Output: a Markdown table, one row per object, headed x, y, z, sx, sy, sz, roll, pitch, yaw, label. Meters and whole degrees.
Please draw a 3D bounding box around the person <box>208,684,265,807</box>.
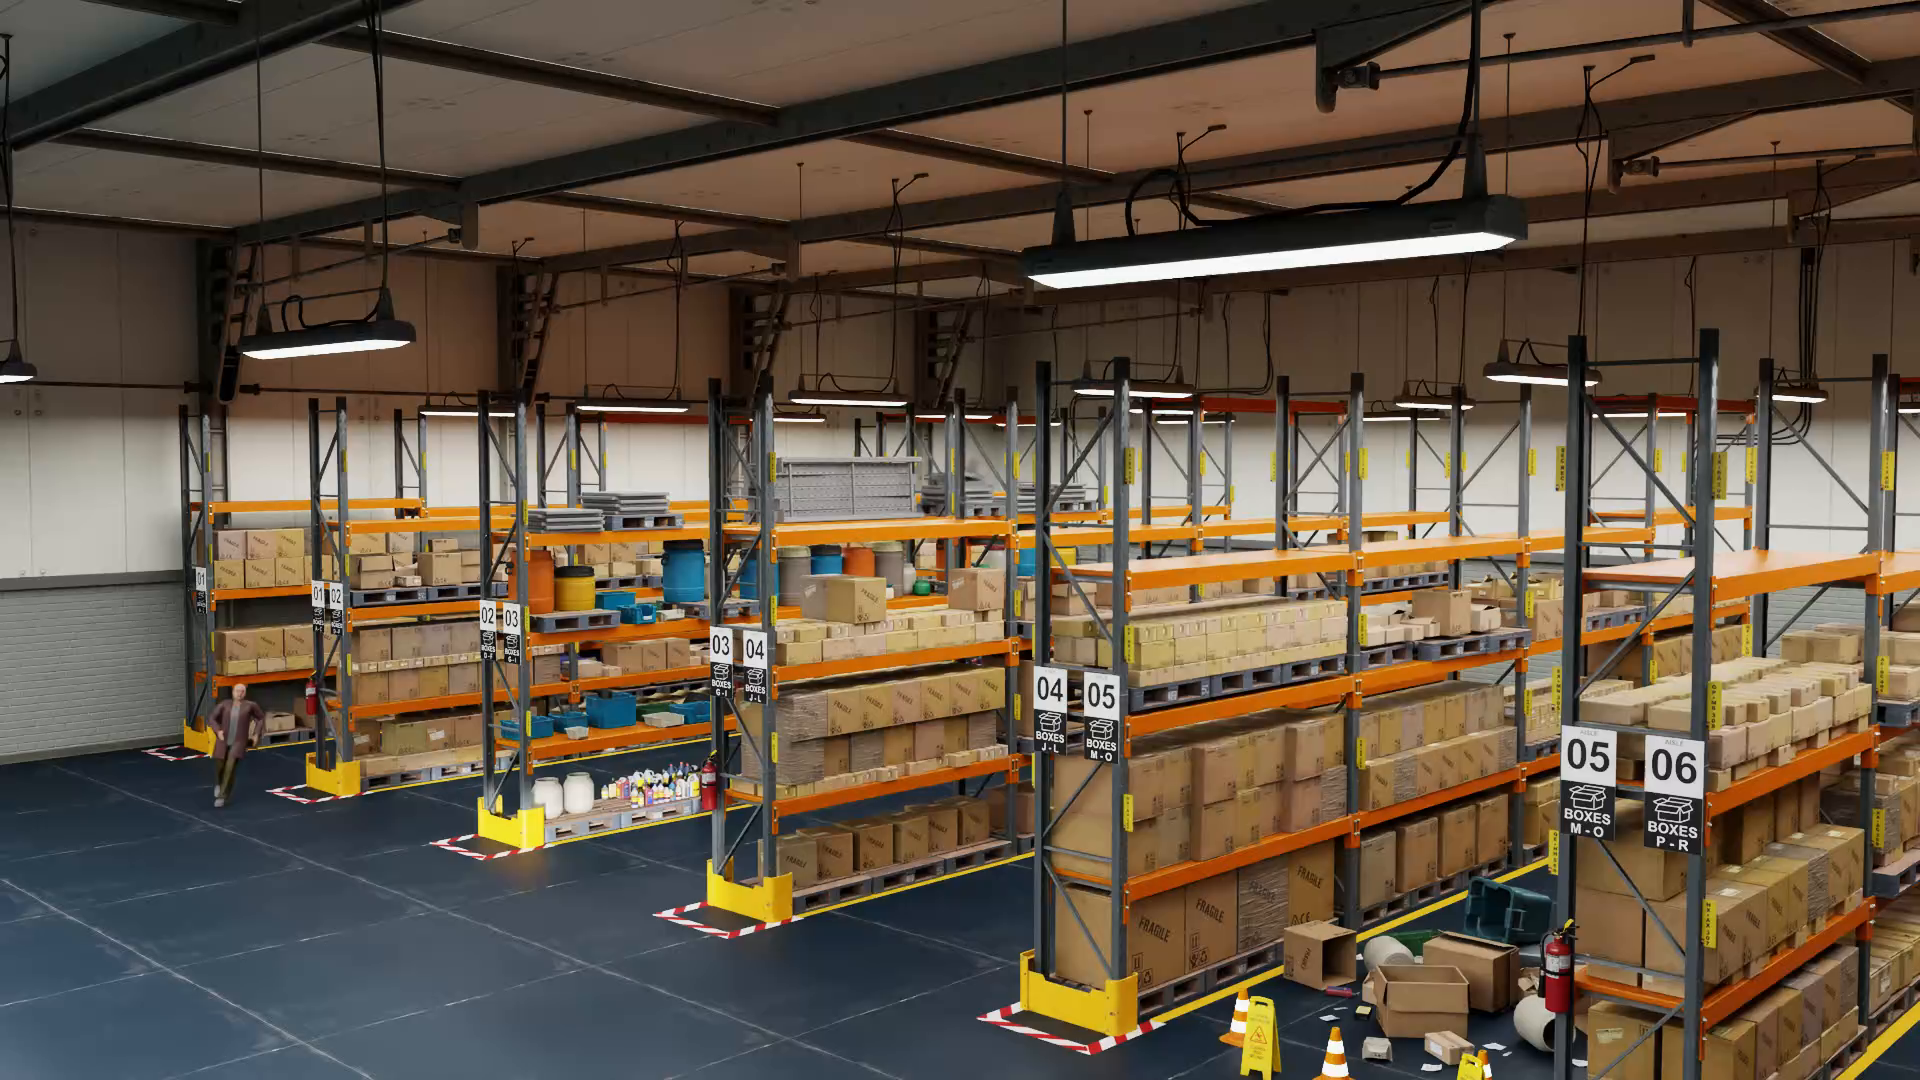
| x | y | z | sx | sy | sz | roll | pitch | yaw | label |
| --- | --- | --- | --- | --- | --- | --- | --- | --- | --- |
| -10.683 | 2.991 | 24.556 | 0.775 | 1.748 | 0.922 | -1 | 3 | -14 | person |
